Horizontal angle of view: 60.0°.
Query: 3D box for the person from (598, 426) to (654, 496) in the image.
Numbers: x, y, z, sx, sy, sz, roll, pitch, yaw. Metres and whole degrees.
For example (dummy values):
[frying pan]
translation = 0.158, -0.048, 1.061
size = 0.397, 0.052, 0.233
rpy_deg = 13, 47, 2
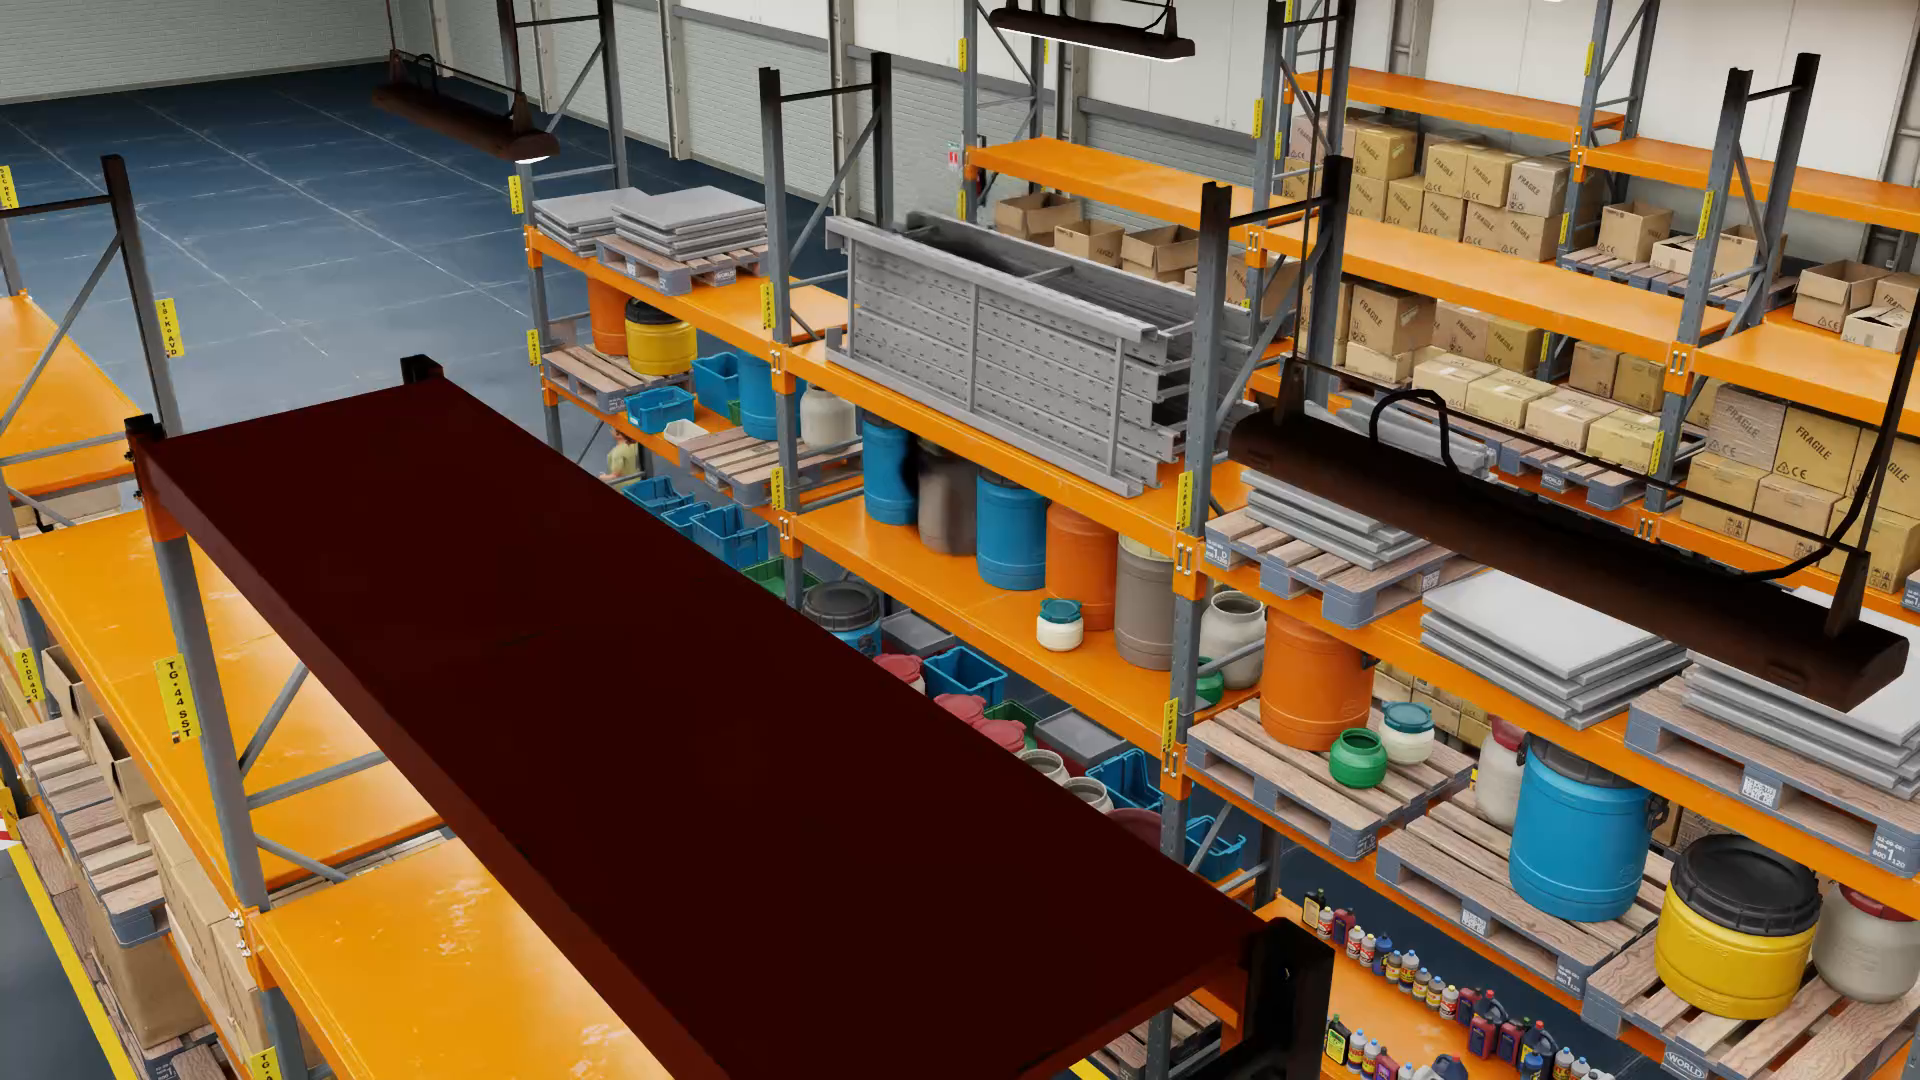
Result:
[person]
translation = -3.521, -0.531, 17.479
size = 0.834, 1.660, 0.613
rpy_deg = 7, 27, 14
